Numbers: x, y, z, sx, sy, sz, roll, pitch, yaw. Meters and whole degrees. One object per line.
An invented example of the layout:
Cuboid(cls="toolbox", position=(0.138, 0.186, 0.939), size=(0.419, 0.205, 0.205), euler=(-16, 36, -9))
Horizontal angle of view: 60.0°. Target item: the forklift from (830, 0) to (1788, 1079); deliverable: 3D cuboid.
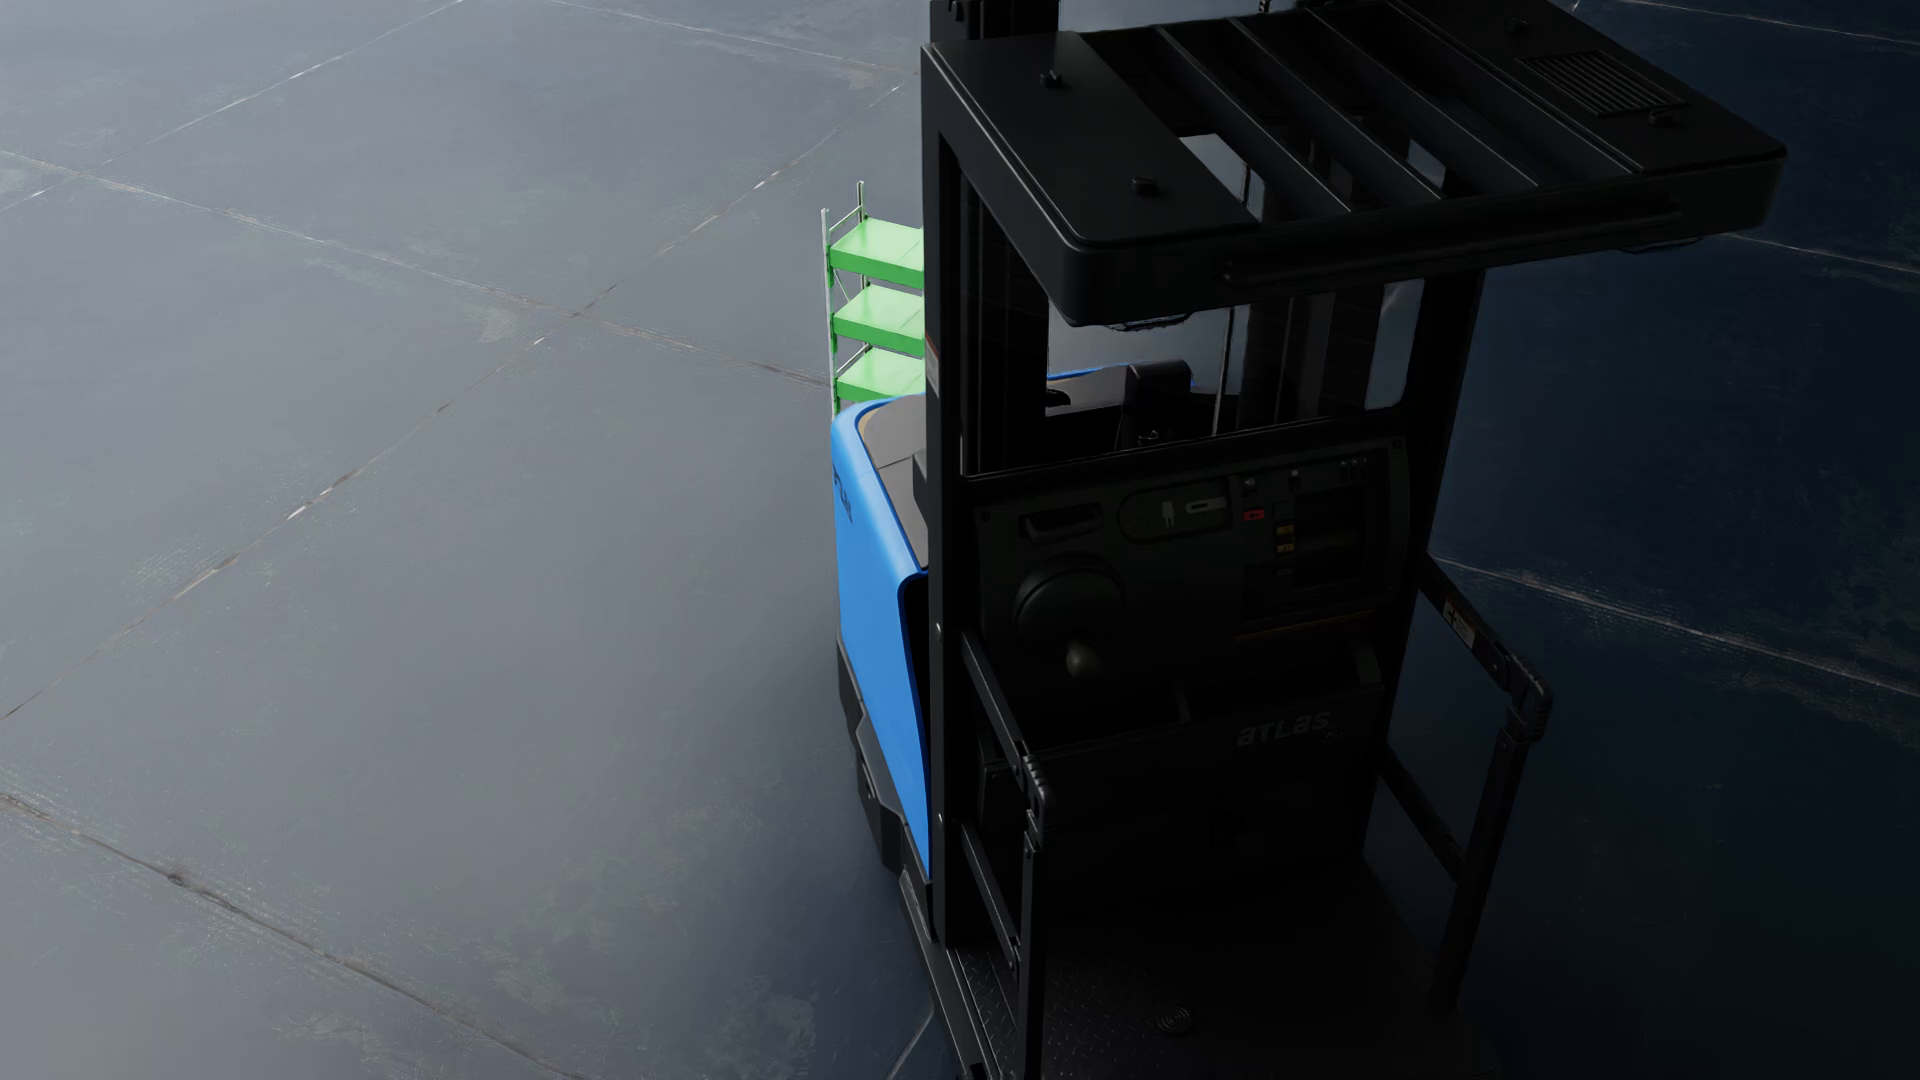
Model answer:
Cuboid(cls="forklift", position=(0.541, 0.099, 3.195), size=(1.130, 2.935, 3.031), euler=(-10, 38, -13))

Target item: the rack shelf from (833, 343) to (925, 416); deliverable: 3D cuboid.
Cuboid(cls="rack shelf", position=(-0.147, -0.473, 5.486), size=(0.480, 0.148, 0.258), euler=(17, 41, 21))

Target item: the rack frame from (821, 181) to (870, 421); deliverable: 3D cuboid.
Cuboid(cls="rack frame", position=(-0.364, -0.592, 5.537), size=(0.015, 1.200, 0.240), euler=(17, 41, 21))

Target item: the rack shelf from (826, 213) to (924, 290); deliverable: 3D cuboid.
Cuboid(cls="rack shelf", position=(-0.147, -0.855, 5.196), size=(0.480, 0.148, 0.258), euler=(17, 41, 21))

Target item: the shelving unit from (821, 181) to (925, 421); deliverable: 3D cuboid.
Cuboid(cls="shelving unit", position=(-0.147, -0.524, 5.448), size=(0.503, 1.200, 0.258), euler=(17, 41, 21))

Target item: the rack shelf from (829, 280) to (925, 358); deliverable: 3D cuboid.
Cuboid(cls="rack shelf", position=(-0.147, -0.664, 5.341), size=(0.480, 0.148, 0.258), euler=(17, 41, 21))
